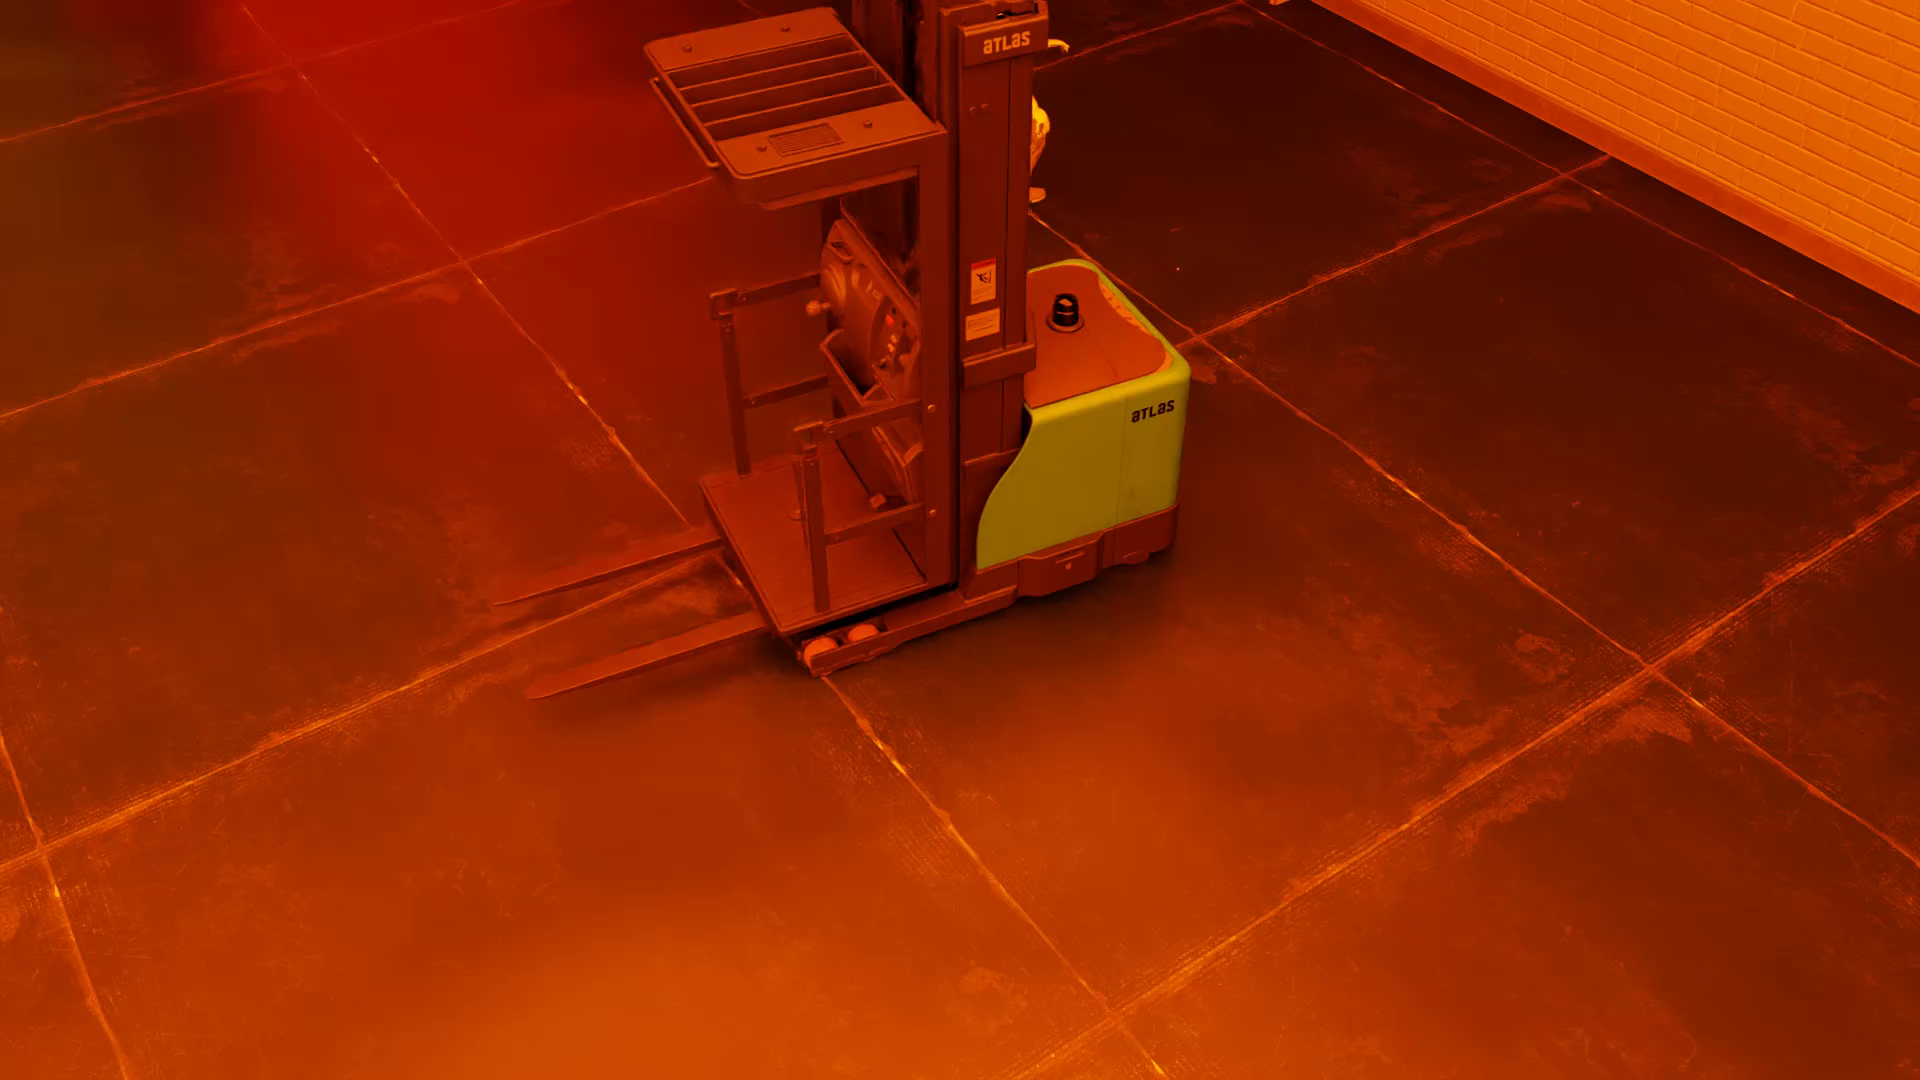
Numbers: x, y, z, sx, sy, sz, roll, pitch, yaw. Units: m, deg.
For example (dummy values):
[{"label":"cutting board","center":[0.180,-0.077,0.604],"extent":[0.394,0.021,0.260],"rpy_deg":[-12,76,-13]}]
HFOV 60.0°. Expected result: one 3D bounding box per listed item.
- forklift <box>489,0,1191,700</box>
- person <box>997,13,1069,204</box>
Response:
[{"label":"forklift","center":[-0.551,-0.900,6.692],"extent":[3.031,2.935,1.130],"rpy_deg":[-18,46,-18]},{"label":"person","center":[0.348,-2.545,9.505],"extent":[0.797,1.552,0.814],"rpy_deg":[-19,46,-19]}]
